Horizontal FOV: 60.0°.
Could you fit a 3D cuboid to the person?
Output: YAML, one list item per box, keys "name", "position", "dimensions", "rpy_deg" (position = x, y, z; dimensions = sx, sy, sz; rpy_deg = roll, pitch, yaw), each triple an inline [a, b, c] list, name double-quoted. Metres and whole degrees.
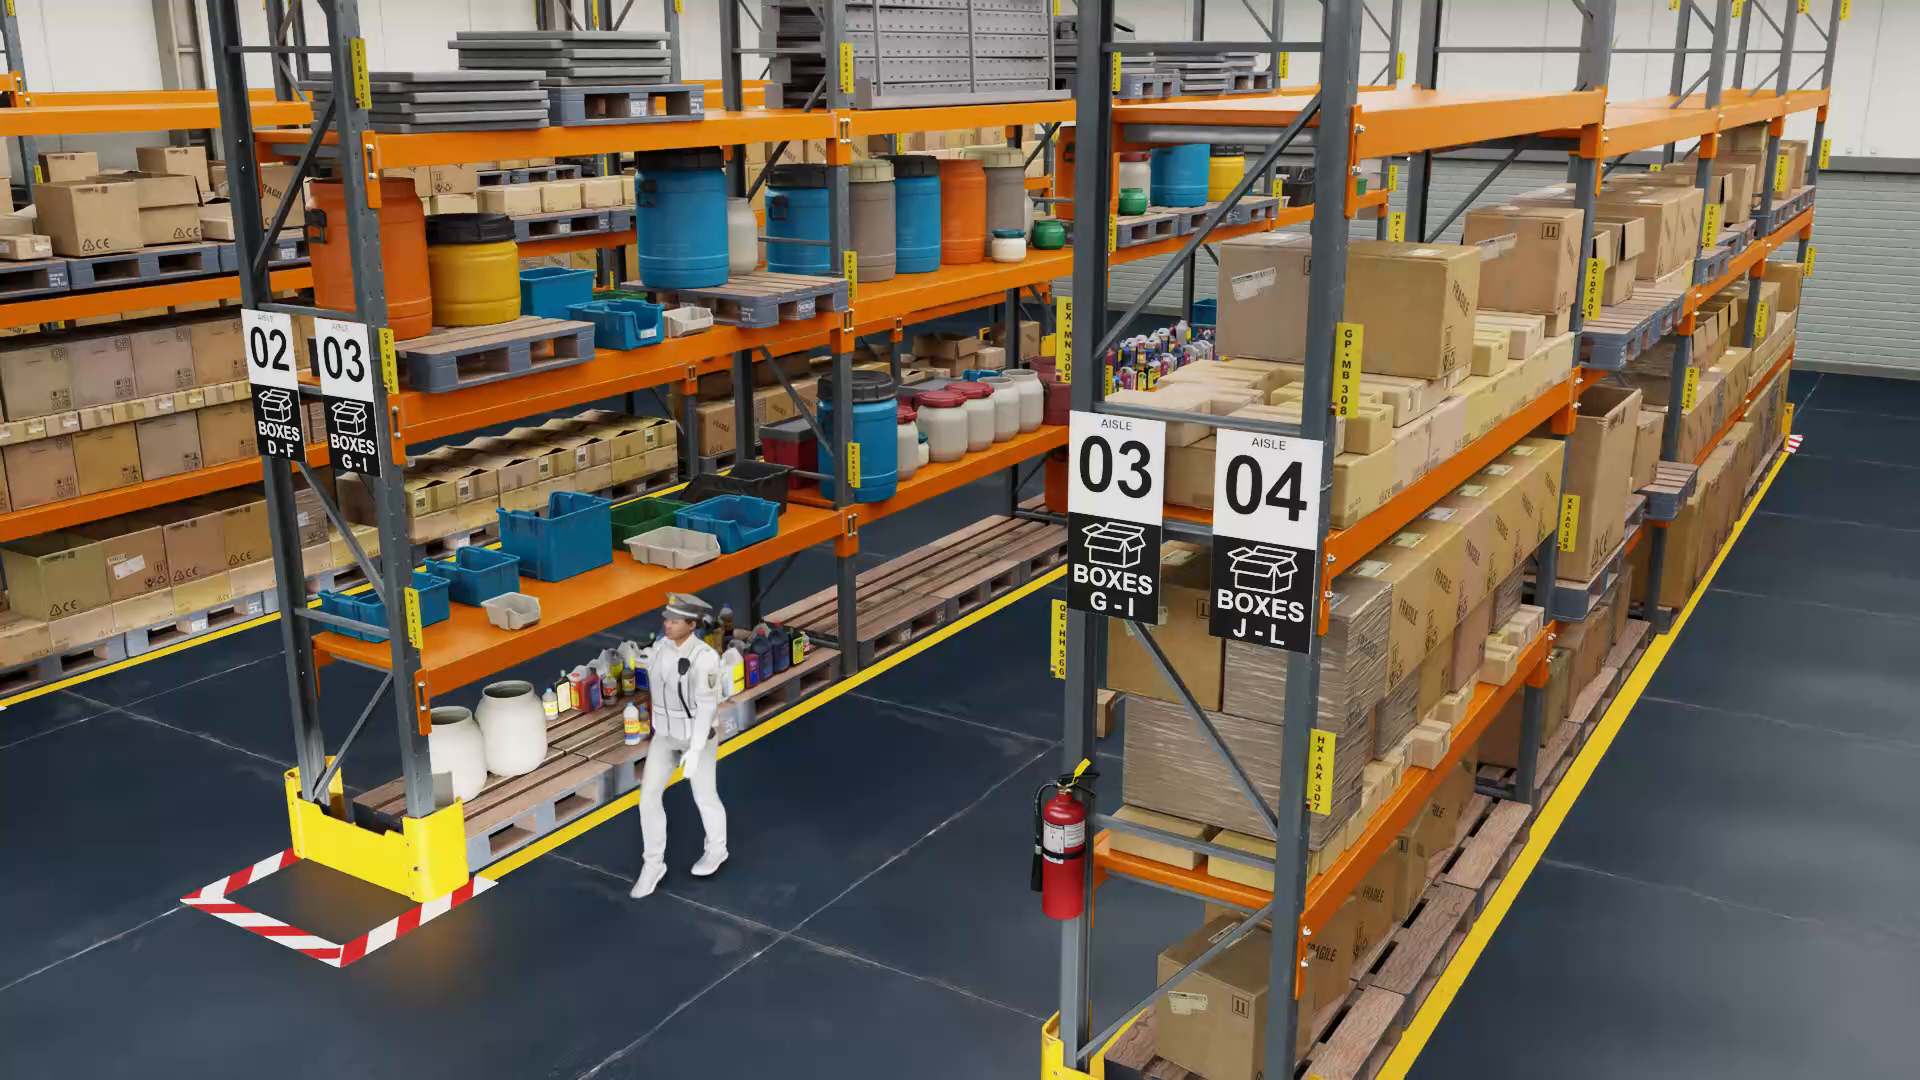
- name: "person"
  position: [-1.557, 1.132, 9.167]
  dimensions: [0.465, 1.752, 0.606]
  rpy_deg: [10, 19, 30]
